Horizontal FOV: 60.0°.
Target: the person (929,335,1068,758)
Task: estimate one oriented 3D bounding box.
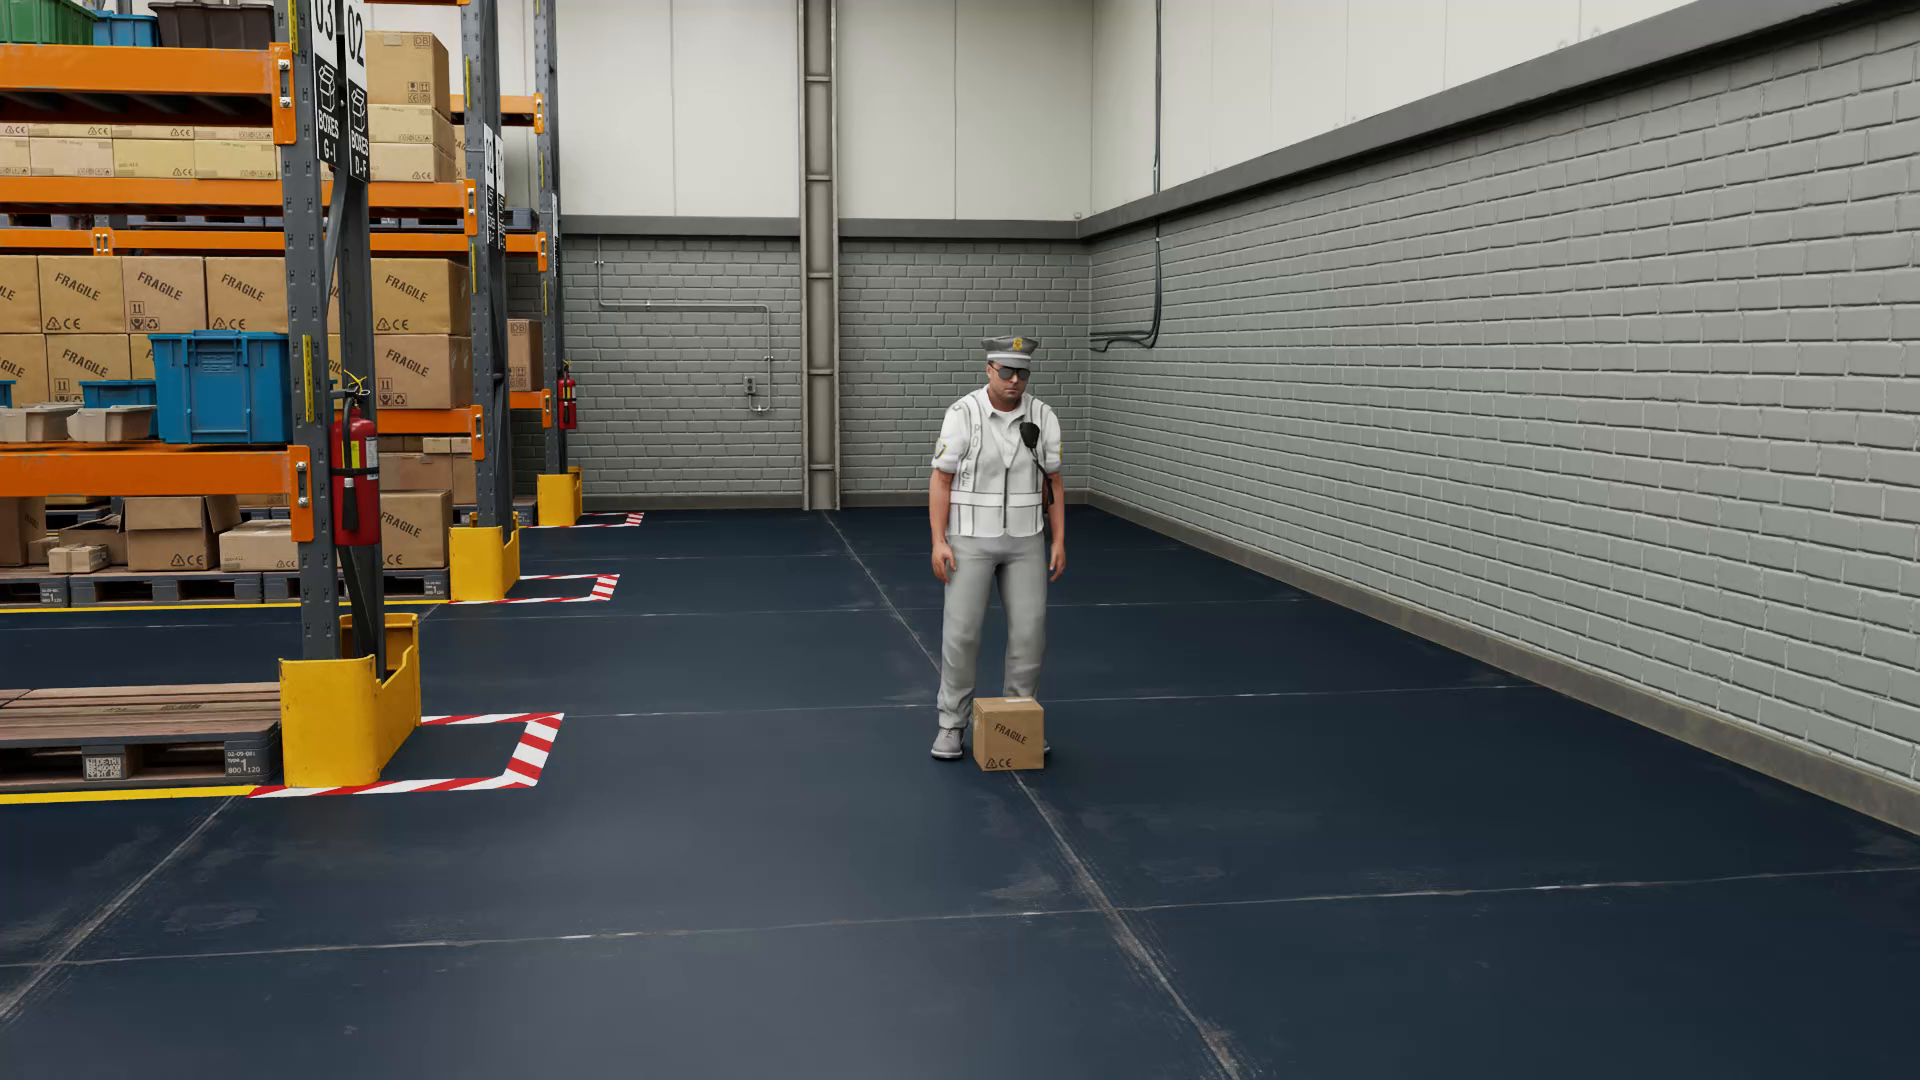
[{"bbox_3d":[0.155,0.017,7.014,0.606,1.751,0.438,-1,7,-12],"label":"person"}]
